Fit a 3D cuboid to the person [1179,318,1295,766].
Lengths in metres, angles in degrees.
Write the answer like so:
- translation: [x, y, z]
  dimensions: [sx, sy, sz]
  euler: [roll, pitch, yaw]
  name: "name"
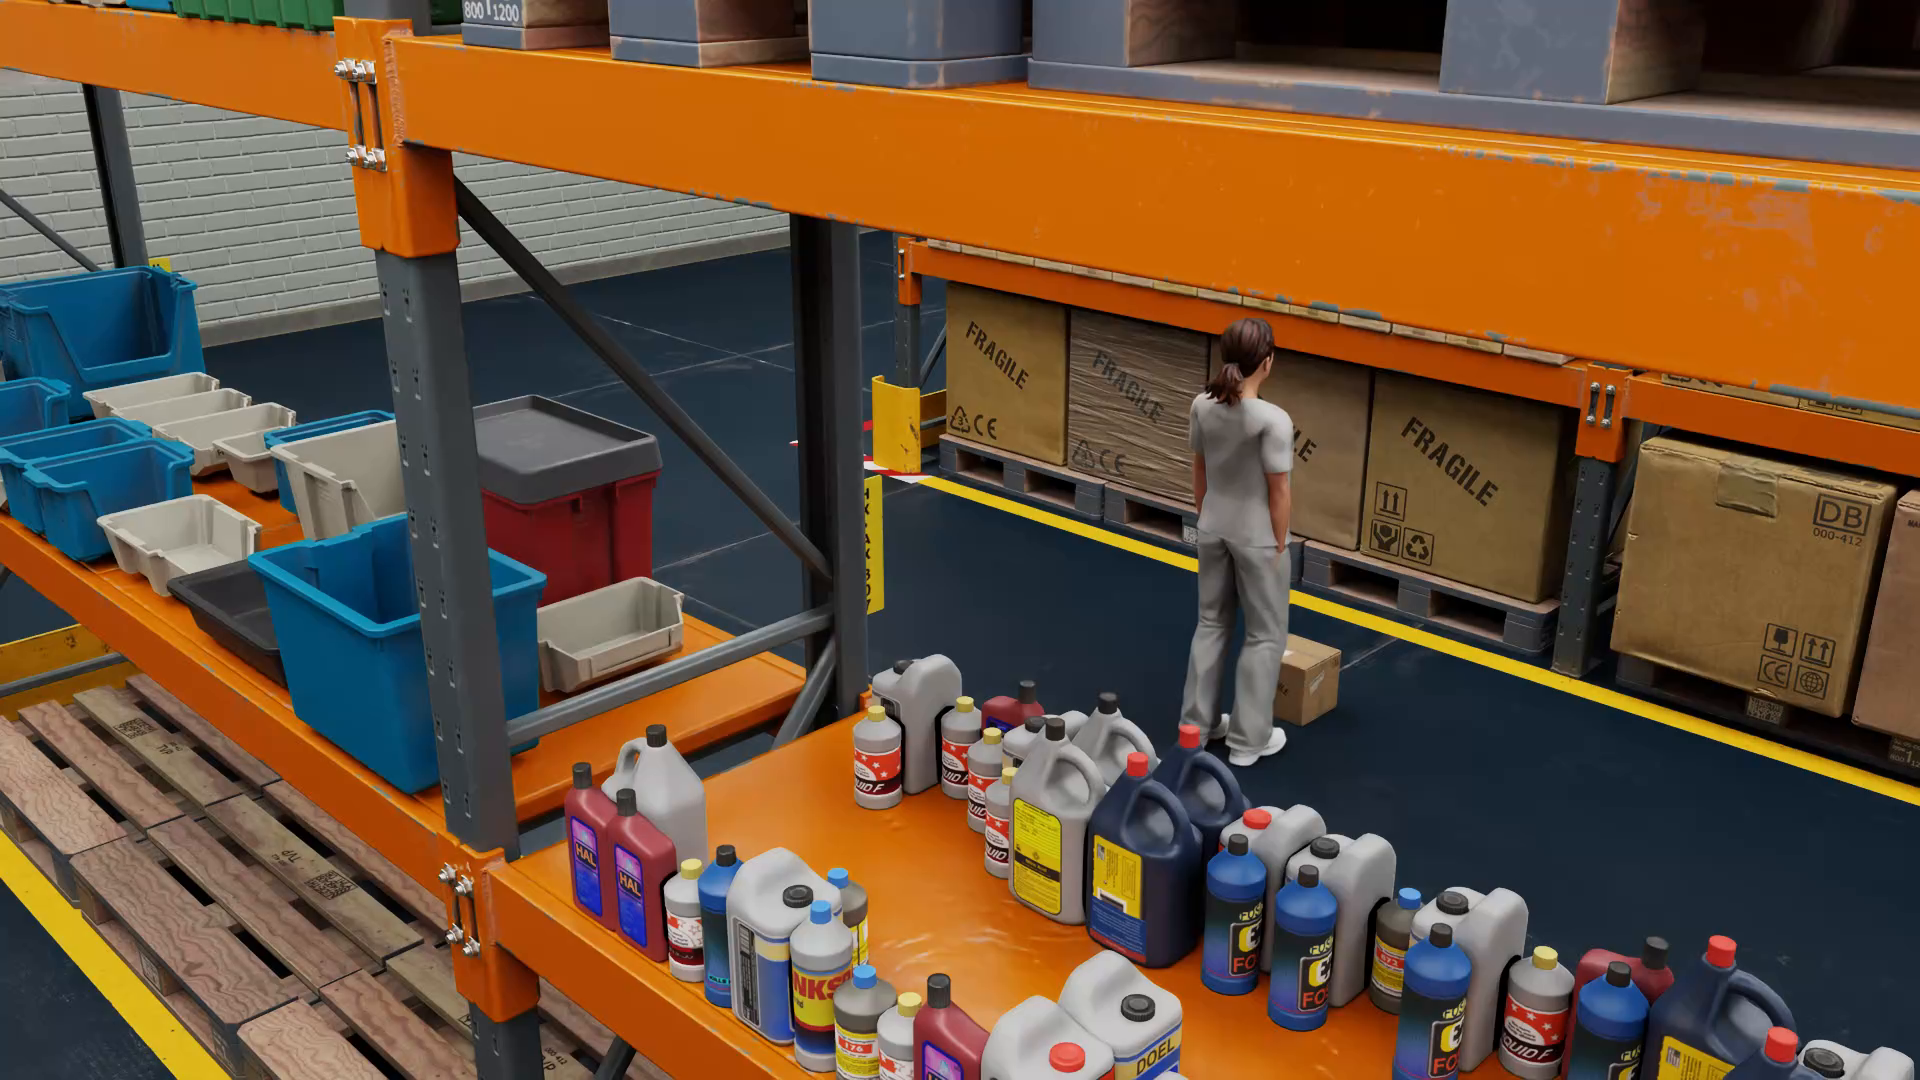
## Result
- translation: [1.016, 0.009, 6.075]
  dimensions: [0.372, 1.672, 0.437]
  euler: [-19, 28, -41]
  name: "person"
